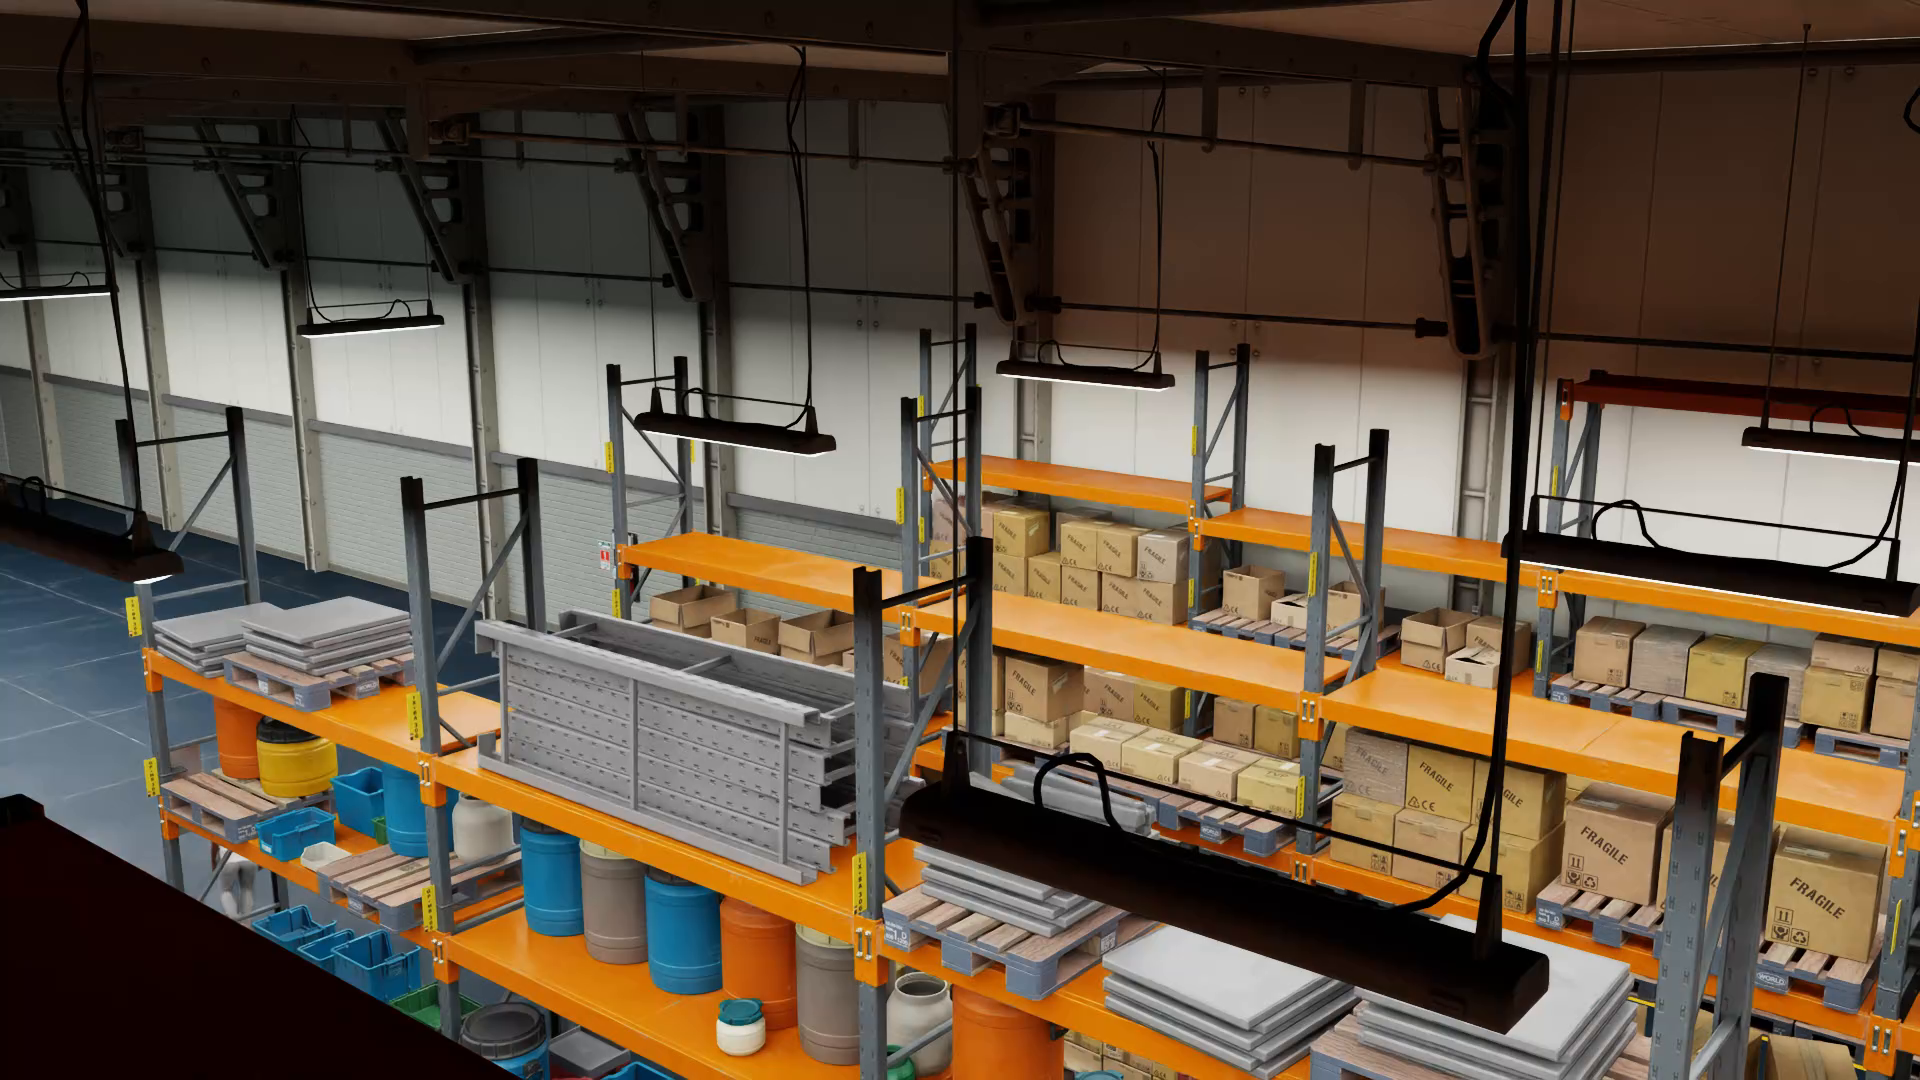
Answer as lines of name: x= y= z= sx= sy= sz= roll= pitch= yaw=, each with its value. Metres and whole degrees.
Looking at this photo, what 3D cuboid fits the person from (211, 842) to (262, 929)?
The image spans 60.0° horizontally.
person: x=-7.577 y=3.399 z=17.491 sx=0.522 sy=1.658 sz=0.506 roll=-8 pitch=15 yaw=-33
